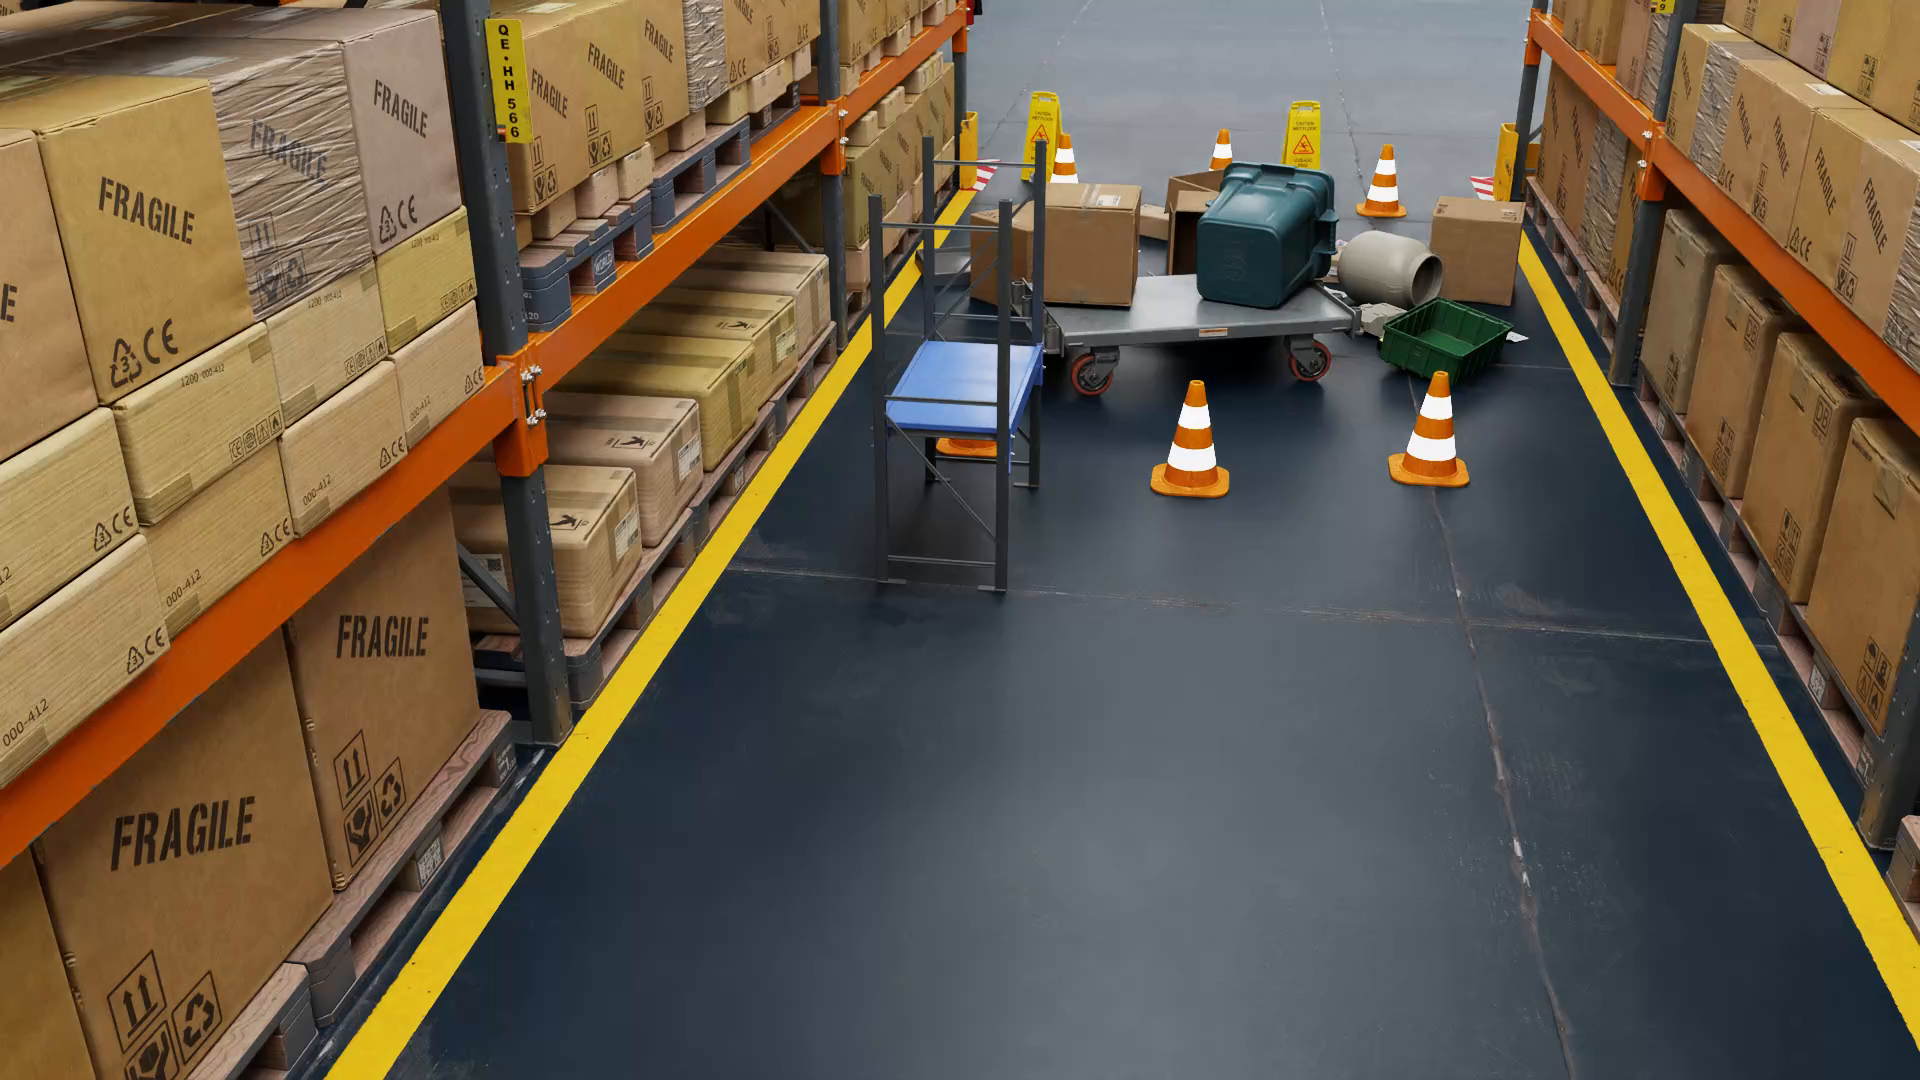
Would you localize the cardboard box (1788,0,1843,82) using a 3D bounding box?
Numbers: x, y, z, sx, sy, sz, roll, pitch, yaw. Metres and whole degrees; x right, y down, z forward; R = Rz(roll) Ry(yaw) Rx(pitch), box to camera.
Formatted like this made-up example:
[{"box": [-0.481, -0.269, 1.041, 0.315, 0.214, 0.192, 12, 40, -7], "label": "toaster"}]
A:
[{"box": [3.551, -1.983, 6.151, 0.700, 0.500, 0.500, 4, 25, 9], "label": "cardboard box"}]

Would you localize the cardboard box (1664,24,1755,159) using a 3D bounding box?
[{"box": [3.440, -1.964, 7.289, 0.500, 0.500, 0.500, 4, 25, 9], "label": "cardboard box"}]

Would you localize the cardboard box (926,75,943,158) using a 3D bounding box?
[{"box": [-0.410, -2.806, 11.070, 0.500, 0.500, 0.500, 5, 26, 10], "label": "cardboard box"}]

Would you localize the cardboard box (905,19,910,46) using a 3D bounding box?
[{"box": [-0.509, -3.058, 10.041, 0.380, 0.149, 0.250, 4, 25, 8], "label": "cardboard box"}]

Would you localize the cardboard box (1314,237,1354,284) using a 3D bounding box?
[{"box": [2.255, -1.728, 10.128, 0.396, 0.266, 0.258, 8, 26, 18], "label": "cardboard box"}]

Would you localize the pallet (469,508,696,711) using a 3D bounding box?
[{"box": [-1.633, 0.189, 6.098, 1.003, 0.211, 1.213, 4, 25, 9], "label": "pallet"}]

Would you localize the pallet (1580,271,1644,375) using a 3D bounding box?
[{"box": [3.993, -1.169, 8.999, 1.003, 0.211, 1.213, 4, 25, 9], "label": "pallet"}]

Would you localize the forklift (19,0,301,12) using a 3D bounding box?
[{"box": [-2.933, -1.703, 6.932, 1.130, 2.935, 3.031, 4, 25, 9], "label": "forklift"}]

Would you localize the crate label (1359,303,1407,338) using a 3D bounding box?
[{"box": [2.320, -1.214, 9.182, 0.298, 0.136, 0.250, -14, 29, -27], "label": "crate label"}]

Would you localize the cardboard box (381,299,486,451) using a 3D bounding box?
[{"box": [-1.589, -0.450, 4.350, 0.500, 0.250, 0.500, 3, 25, 7], "label": "cardboard box"}]

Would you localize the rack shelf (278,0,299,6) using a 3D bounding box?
[{"box": [-5.679, -3.273, 11.054, 1.077, 0.370, 4.000, 4, 25, 9], "label": "rack shelf"}]

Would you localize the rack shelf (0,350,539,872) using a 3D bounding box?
[{"box": [-2.089, 0.415, 3.174, 1.077, 0.370, 4.000, 4, 25, 9], "label": "rack shelf"}]

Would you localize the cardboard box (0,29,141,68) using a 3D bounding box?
[{"box": [-2.156, -0.848, 3.726, 0.500, 0.500, 0.500, 4, 25, 9], "label": "cardboard box"}]

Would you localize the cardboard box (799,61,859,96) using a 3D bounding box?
[{"box": [-0.741, -2.416, 8.670, 0.380, 0.149, 0.250, 4, 25, 8], "label": "cardboard box"}]

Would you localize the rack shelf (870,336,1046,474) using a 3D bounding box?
[{"box": [0.014, -0.552, 6.585, 0.538, 0.185, 1.000, 4, 25, 9], "label": "rack shelf"}]

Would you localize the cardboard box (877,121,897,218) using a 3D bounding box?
[{"box": [-0.670, -2.158, 9.685, 0.500, 0.500, 0.500, 5, 26, 11], "label": "cardboard box"}]

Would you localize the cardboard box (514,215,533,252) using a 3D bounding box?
[{"box": [-1.526, -0.947, 5.036, 0.380, 0.149, 0.250, 3, 25, 5], "label": "cardboard box"}]

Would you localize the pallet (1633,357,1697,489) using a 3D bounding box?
[{"box": [3.740, -0.529, 7.631, 1.003, 0.211, 1.213, 4, 25, 9], "label": "pallet"}]

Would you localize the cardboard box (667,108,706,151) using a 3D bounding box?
[{"box": [-1.214, -1.619, 6.473, 0.380, 0.149, 0.250, 5, 26, 10], "label": "cardboard box"}]

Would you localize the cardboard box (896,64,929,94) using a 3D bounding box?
[{"box": [-0.411, -2.945, 10.602, 0.380, 0.149, 0.250, 5, 26, 11], "label": "cardboard box"}]

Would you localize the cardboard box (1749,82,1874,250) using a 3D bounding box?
[{"box": [3.191, -1.331, 5.938, 0.500, 0.500, 0.500, 4, 25, 9], "label": "cardboard box"}]

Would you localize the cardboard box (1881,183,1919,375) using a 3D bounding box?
[{"box": [2.946, -0.699, 4.587, 0.500, 0.500, 0.500, 4, 25, 9], "label": "cardboard box"}]

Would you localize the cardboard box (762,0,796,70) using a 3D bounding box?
[{"box": [-1.037, -2.374, 7.319, 0.500, 0.500, 0.500, 4, 25, 9], "label": "cardboard box"}]

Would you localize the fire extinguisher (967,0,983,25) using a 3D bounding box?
[{"box": [0.019, -4.074, 12.007, 0.296, 0.674, 0.183, 4, 25, 9], "label": "fire extinguisher"}]

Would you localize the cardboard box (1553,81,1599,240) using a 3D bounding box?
[{"box": [4.258, -2.364, 10.273, 0.875, 0.875, 0.875, 4, 25, 8], "label": "cardboard box"}]

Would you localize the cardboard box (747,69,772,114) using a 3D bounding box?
[{"box": [-1.026, -1.936, 7.149, 0.380, 0.149, 0.250, 4, 25, 9], "label": "cardboard box"}]

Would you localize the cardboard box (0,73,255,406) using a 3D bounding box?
[{"box": [-1.752, -0.589, 3.172, 0.500, 0.500, 0.500, 4, 25, 9], "label": "cardboard box"}]

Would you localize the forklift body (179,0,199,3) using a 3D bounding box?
[{"box": [-3.862, -3.132, 10.904, 2.313, 2.155, 1.214, 4, 25, 9], "label": "forklift body"}]

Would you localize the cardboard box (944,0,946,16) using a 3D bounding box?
[{"box": [-0.300, -3.589, 11.175, 0.380, 0.149, 0.250, 4, 25, 8], "label": "cardboard box"}]

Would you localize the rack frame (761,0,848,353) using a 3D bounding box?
[{"box": [-1.108, -2.420, 8.383, 1.000, 3.000, 0.127, 4, 25, 9], "label": "rack frame"}]

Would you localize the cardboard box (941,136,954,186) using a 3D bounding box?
[{"box": [-0.325, -2.671, 11.667, 0.500, 0.250, 0.500, 4, 25, 8], "label": "cardboard box"}]

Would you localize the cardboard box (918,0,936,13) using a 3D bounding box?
[{"box": [-0.443, -3.609, 10.453, 0.500, 0.500, 0.500, 4, 25, 8], "label": "cardboard box"}]

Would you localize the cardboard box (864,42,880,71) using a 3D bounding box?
[{"box": [-0.662, -2.740, 9.361, 0.380, 0.149, 0.250, 5, 26, 10], "label": "cardboard box"}]

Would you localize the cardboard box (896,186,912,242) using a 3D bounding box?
[{"box": [-0.585, -2.039, 10.317, 0.500, 0.250, 0.500, 4, 25, 8], "label": "cardboard box"}]

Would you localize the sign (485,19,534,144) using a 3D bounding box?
[{"box": [-1.214, -1.235, 4.484, 0.100, 0.325, 0.005, 4, 25, 9], "label": "sign"}]

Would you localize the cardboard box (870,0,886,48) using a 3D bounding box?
[{"box": [-0.702, -2.977, 9.102, 0.500, 0.500, 0.500, 4, 25, 8], "label": "cardboard box"}]

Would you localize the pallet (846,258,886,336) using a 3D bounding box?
[{"box": [-1.034, -1.441, 9.579, 1.003, 0.211, 1.213, 4, 25, 9], "label": "pallet"}]

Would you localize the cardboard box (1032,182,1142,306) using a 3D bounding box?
[{"box": [0.653, -1.520, 8.515, 0.500, 0.500, 0.500, 4, 25, 9], "label": "cardboard box"}]

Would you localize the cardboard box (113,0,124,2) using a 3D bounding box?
[{"box": [-5.525, -3.406, 10.371, 0.500, 0.500, 0.500, 4, 25, 8], "label": "cardboard box"}]

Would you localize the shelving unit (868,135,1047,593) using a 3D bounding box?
[{"box": [0.014, -0.715, 6.508, 0.538, 1.500, 1.048, 4, 25, 9], "label": "shelving unit"}]

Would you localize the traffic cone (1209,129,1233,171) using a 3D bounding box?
[{"box": [1.898, -2.740, 12.059, 0.336, 0.463, 0.334, 4, 25, 9], "label": "traffic cone"}]

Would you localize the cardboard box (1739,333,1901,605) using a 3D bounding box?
[{"box": [3.466, -0.232, 5.867, 1.050, 0.750, 0.750, 4, 25, 9], "label": "cardboard box"}]

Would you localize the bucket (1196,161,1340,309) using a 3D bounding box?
[{"box": [1.539, -1.542, 8.575, 0.726, 0.611, 0.620, 13, 38, 26], "label": "bucket"}]

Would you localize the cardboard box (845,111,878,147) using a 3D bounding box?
[{"box": [-0.666, -2.275, 9.170, 0.380, 0.149, 0.250, 4, 25, 9], "label": "cardboard box"}]

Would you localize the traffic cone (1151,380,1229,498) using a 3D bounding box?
[{"box": [1.009, -0.465, 7.198, 0.336, 0.463, 0.334, 4, 25, 9], "label": "traffic cone"}]

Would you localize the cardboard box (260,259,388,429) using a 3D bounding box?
[{"box": [-1.671, -0.471, 3.805, 0.500, 0.250, 0.500, 3, 25, 7], "label": "cardboard box"}]

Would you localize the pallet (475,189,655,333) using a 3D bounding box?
[{"box": [-1.751, -0.966, 5.502, 1.213, 0.211, 1.003, 4, 25, 9], "label": "pallet"}]

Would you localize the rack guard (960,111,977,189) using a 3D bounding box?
[{"box": [-0.467, -2.929, 12.419, 1.175, 0.500, 0.348, 4, 25, 9], "label": "rack guard"}]

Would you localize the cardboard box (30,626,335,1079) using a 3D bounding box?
[{"box": [-2.107, 0.681, 3.769, 0.875, 0.875, 0.875, 4, 25, 9], "label": "cardboard box"}]

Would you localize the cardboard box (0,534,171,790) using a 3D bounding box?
[{"box": [-1.810, 0.189, 2.984, 0.500, 0.250, 0.500, 4, 25, 8], "label": "cardboard box"}]

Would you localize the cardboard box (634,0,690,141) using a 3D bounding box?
[{"box": [-1.302, -1.731, 5.945, 0.500, 0.500, 0.500, 4, 25, 9], "label": "cardboard box"}]

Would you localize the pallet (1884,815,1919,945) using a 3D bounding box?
[{"box": [3.009, 1.143, 4.059, 1.003, 0.211, 1.213, 4, 25, 9], "label": "pallet"}]

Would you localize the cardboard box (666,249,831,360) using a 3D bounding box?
[{"box": [-1.192, -1.201, 8.382, 0.950, 0.372, 0.625, 4, 25, 9], "label": "cardboard box"}]

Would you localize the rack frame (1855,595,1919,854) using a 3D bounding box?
[{"box": [3.138, -0.447, 4.166, 1.000, 3.000, 0.127, 4, 25, 9], "label": "rack frame"}]

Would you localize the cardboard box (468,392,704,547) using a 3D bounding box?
[{"box": [-1.547, -0.292, 6.440, 0.950, 0.372, 0.625, 4, 25, 8], "label": "cardboard box"}]

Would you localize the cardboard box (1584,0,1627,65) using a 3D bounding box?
[{"box": [4.100, -3.021, 9.488, 0.875, 0.550, 0.500, 4, 25, 9], "label": "cardboard box"}]

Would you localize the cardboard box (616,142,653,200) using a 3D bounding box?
[{"box": [-1.291, -1.288, 5.764, 0.380, 0.149, 0.250, 4, 25, 9], "label": "cardboard box"}]

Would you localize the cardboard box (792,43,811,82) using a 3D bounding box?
[{"box": [-0.920, -2.262, 7.846, 0.380, 0.149, 0.250, 4, 25, 9], "label": "cardboard box"}]

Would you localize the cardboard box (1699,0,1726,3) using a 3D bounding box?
[{"box": [3.886, -2.829, 7.804, 0.875, 0.550, 0.550, 4, 25, 9], "label": "cardboard box"}]
